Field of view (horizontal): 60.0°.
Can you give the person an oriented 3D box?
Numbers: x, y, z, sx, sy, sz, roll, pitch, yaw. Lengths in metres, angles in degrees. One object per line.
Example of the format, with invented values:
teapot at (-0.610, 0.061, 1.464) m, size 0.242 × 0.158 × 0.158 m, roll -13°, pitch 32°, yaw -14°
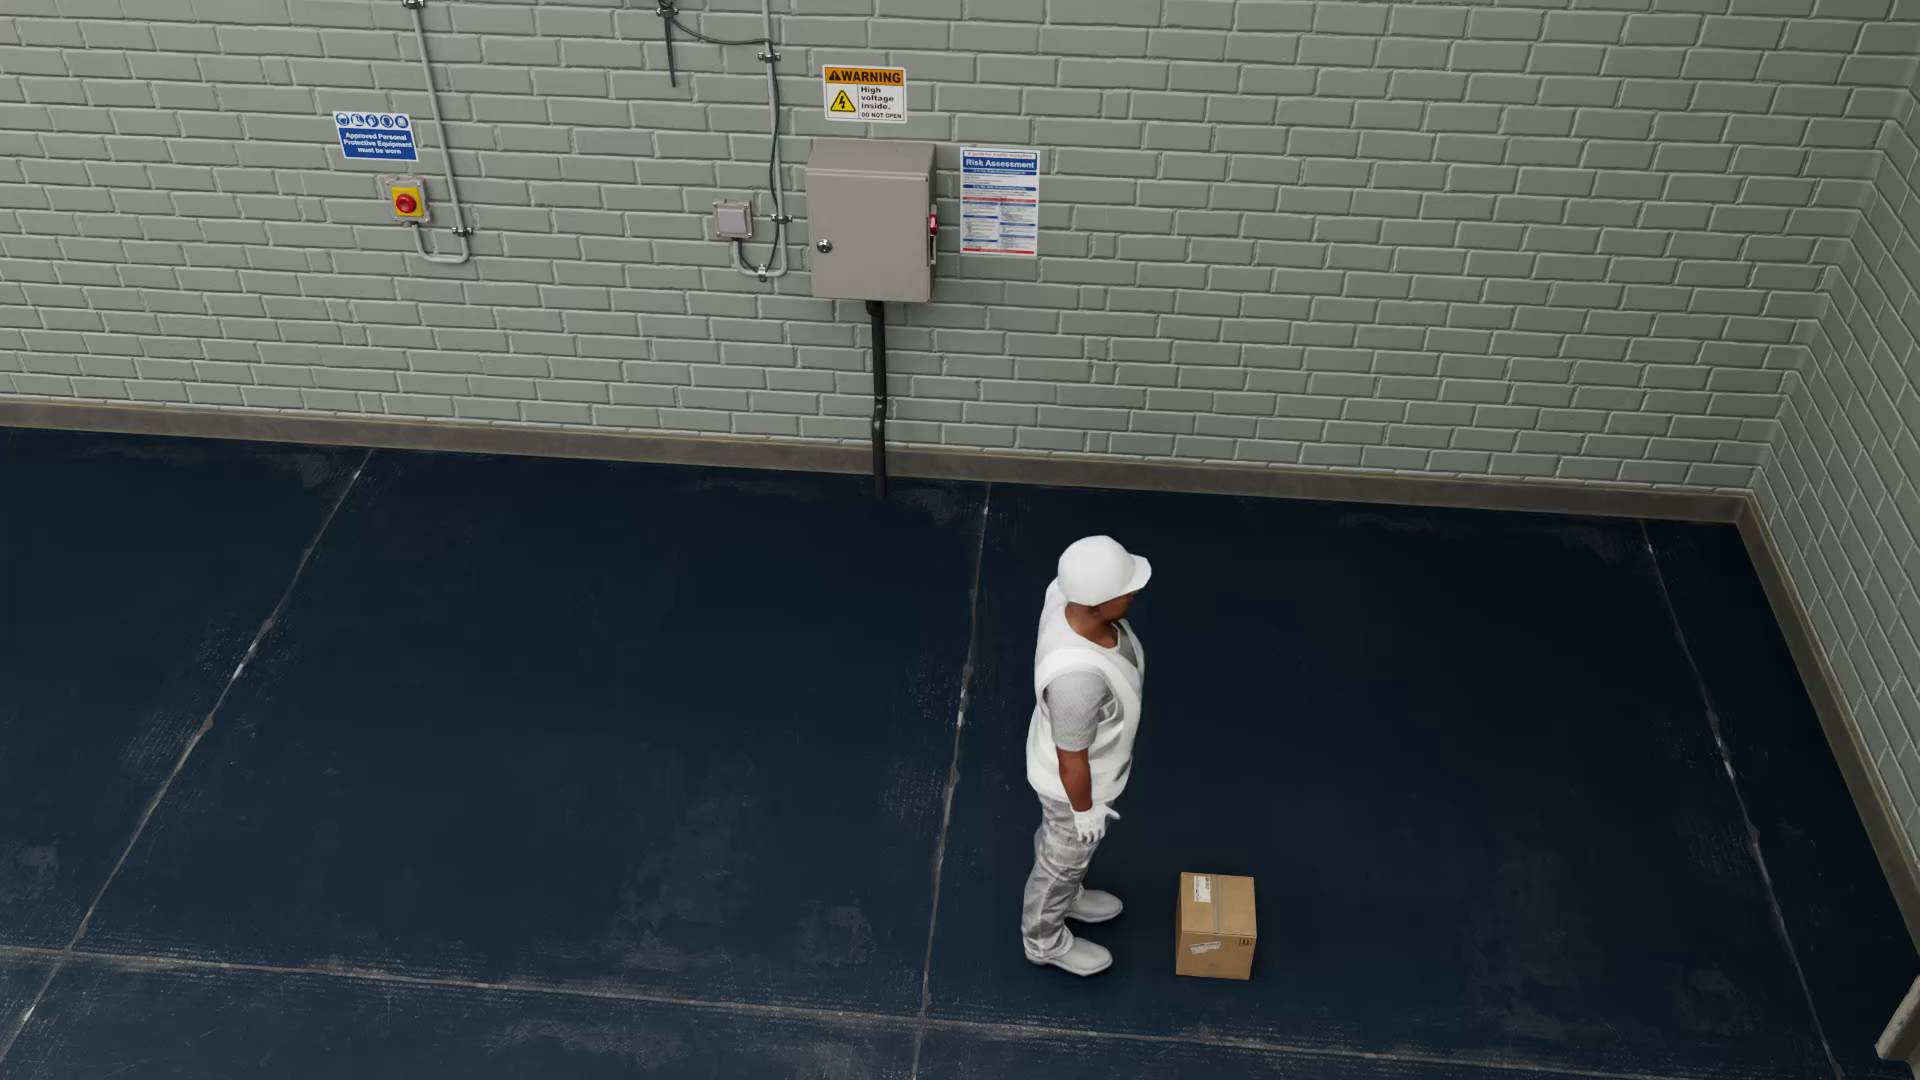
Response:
person at (0.389, 0.695, 5.275) m, size 0.360 × 1.787 × 0.554 m, roll 3°, pitch 40°, yaw 4°
